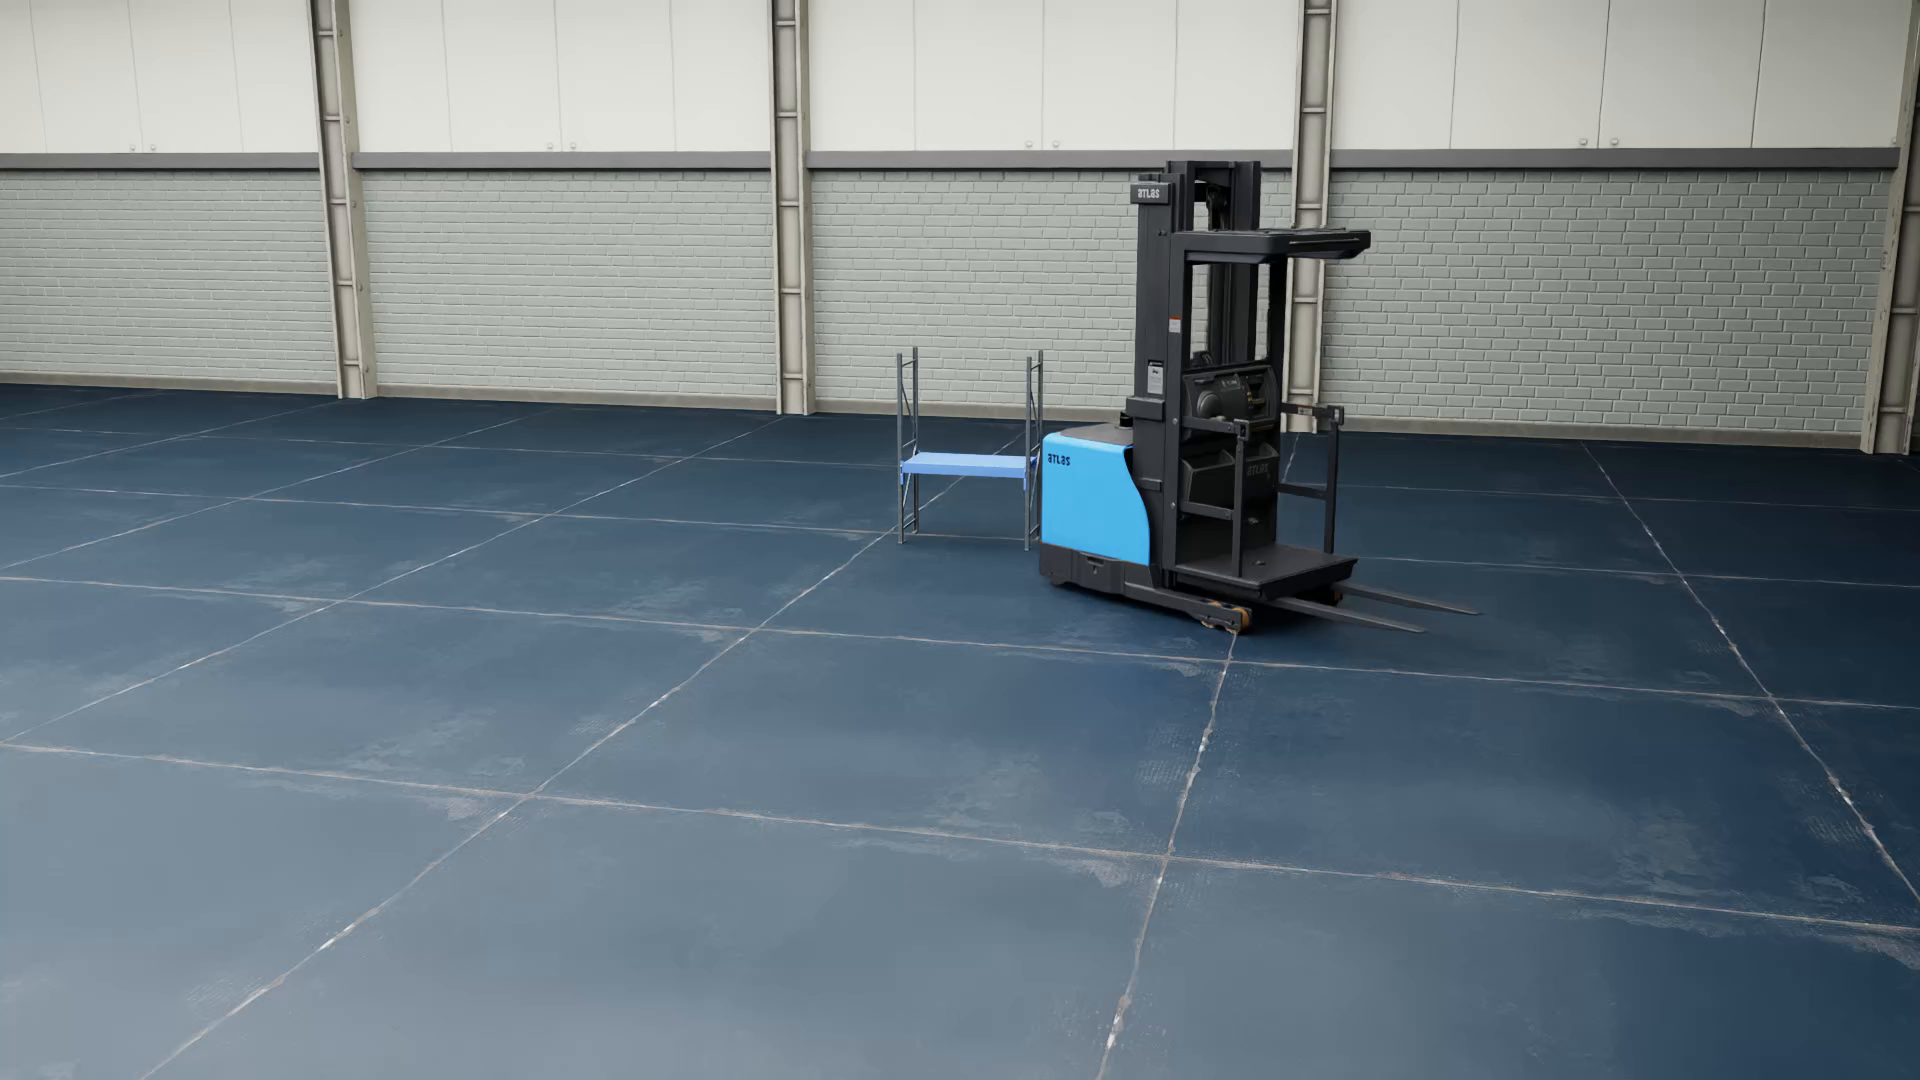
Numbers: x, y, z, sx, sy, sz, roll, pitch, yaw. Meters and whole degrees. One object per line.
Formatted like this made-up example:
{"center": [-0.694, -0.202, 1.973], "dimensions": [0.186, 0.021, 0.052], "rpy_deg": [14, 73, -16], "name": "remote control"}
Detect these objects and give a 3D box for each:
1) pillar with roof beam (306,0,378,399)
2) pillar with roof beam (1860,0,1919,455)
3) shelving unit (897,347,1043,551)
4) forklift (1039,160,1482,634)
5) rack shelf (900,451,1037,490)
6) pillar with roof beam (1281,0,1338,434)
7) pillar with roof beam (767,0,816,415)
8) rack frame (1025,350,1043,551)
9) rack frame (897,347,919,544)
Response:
{"center": [-8.844, -5.344, 16.545], "dimensions": [0.400, 9.000, 9.100], "rpy_deg": [3, 13, 14], "name": "pillar with roof beam"}
{"center": [8.631, -4.410, 12.335], "dimensions": [0.400, 9.000, 9.100], "rpy_deg": [3, 13, 14], "name": "pillar with roof beam"}
{"center": [0.083, -0.728, 13.051], "dimensions": [1.048, 1.500, 0.538], "rpy_deg": [3, 13, 14], "name": "shelving unit"}
{"center": [1.932, -0.961, 10.798], "dimensions": [1.130, 2.935, 3.031], "rpy_deg": [-11, 17, -41], "name": "forklift"}
{"center": [0.083, -0.552, 13.090], "dimensions": [1.000, 0.185, 0.538], "rpy_deg": [3, 13, 14], "name": "rack shelf"}
{"center": [2.806, -4.721, 13.739], "dimensions": [0.400, 9.000, 9.100], "rpy_deg": [3, 13, 14], "name": "pillar with roof beam"}
{"center": [-3.019, -5.033, 15.142], "dimensions": [0.400, 9.000, 9.100], "rpy_deg": [3, 13, 14], "name": "pillar with roof beam"}
{"center": [0.576, -0.701, 12.932], "dimensions": [0.032, 1.500, 0.500], "rpy_deg": [3, 13, 14], "name": "rack frame"}
{"center": [-0.411, -0.754, 13.170], "dimensions": [0.032, 1.500, 0.500], "rpy_deg": [3, 13, 14], "name": "rack frame"}
